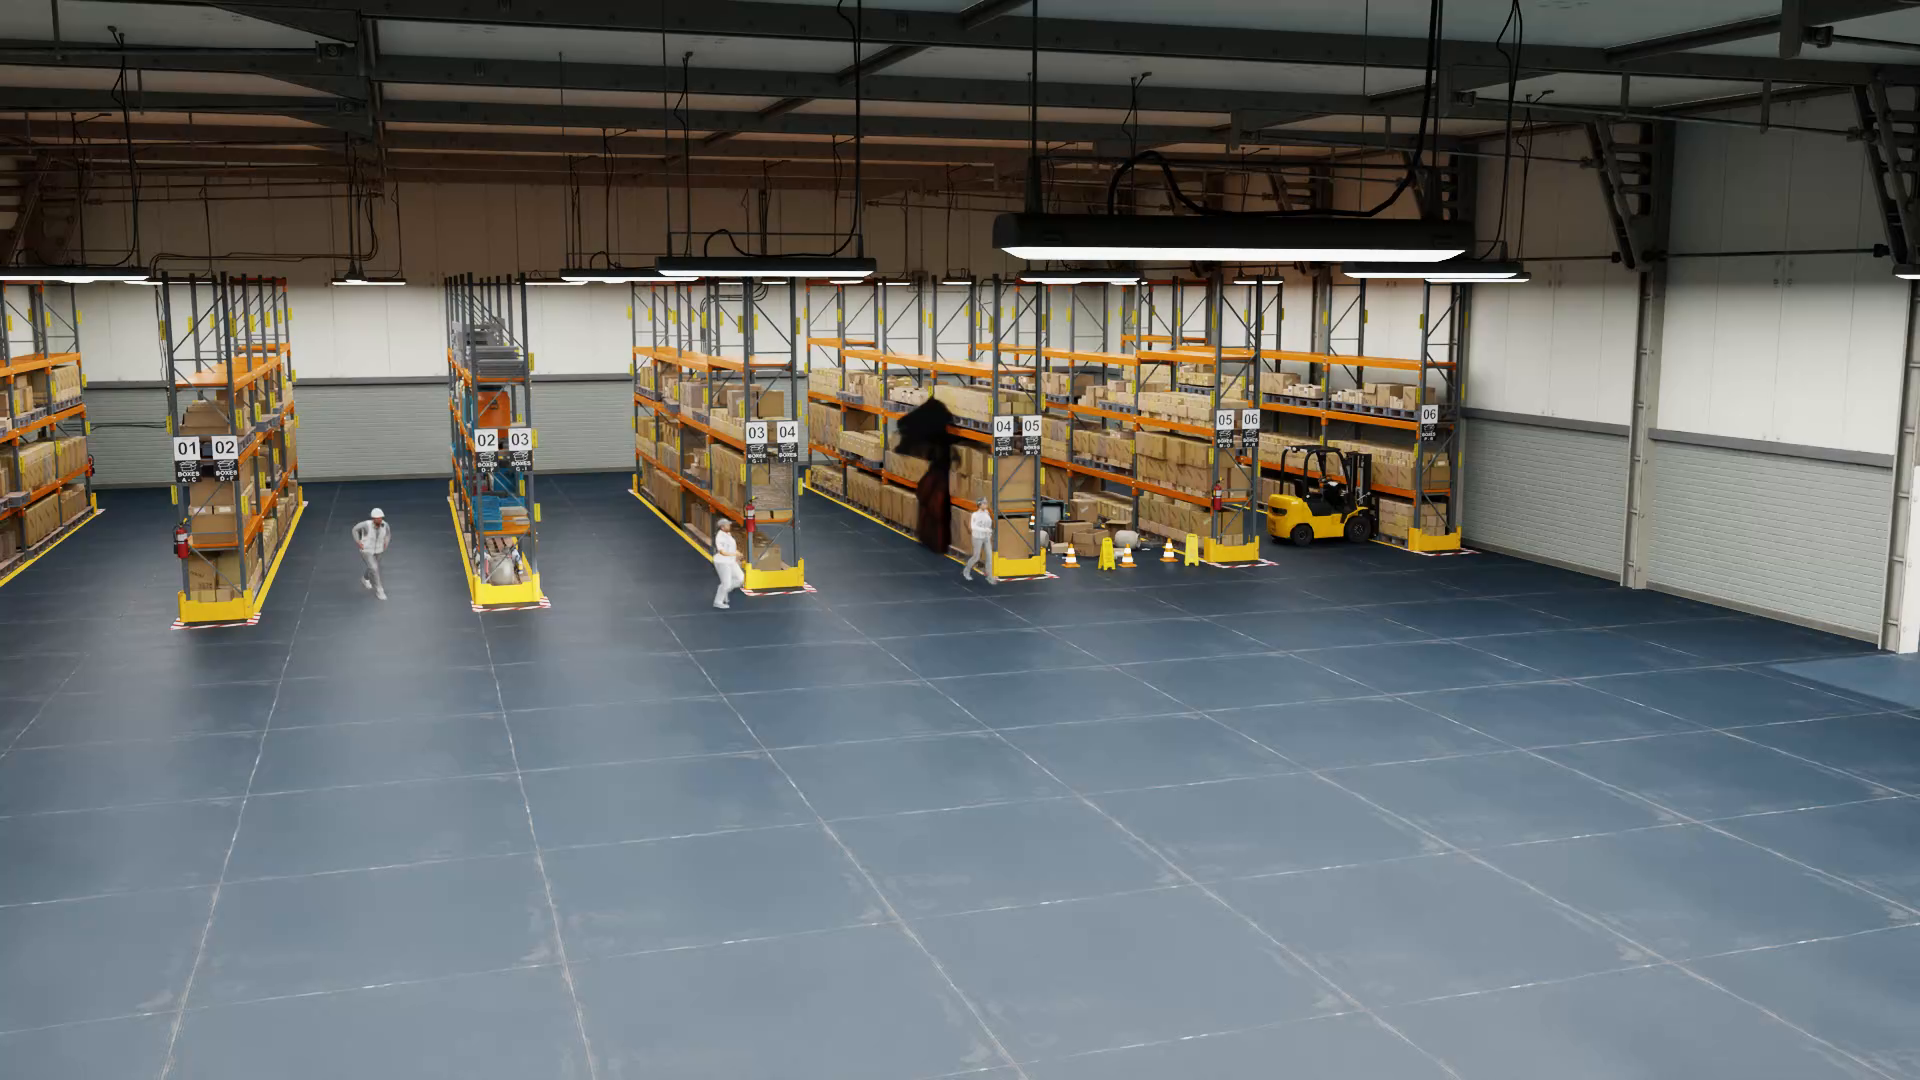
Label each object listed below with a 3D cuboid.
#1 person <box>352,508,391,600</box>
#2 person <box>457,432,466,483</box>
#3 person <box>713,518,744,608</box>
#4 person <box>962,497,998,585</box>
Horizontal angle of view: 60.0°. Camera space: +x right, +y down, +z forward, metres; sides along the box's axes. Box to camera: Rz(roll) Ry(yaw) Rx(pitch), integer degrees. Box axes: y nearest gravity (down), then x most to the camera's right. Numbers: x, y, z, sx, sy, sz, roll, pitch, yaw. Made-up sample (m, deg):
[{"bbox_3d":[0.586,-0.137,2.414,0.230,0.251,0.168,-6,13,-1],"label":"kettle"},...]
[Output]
[{"bbox_3d":[-11.009,0.234,31.075,0.696,1.731,1.049,-7,11,-39],"label":"person"},{"bbox_3d":[-14.141,-2.245,47.383,0.750,1.725,0.532,-2,9,-14],"label":"person"},{"bbox_3d":[-4.175,0.415,29.953,0.576,1.631,0.592,2,9,13],"label":"person"},{"bbox_3d":[0.400,0.001,32.485,0.799,1.740,0.631,8,12,43],"label":"person"}]
